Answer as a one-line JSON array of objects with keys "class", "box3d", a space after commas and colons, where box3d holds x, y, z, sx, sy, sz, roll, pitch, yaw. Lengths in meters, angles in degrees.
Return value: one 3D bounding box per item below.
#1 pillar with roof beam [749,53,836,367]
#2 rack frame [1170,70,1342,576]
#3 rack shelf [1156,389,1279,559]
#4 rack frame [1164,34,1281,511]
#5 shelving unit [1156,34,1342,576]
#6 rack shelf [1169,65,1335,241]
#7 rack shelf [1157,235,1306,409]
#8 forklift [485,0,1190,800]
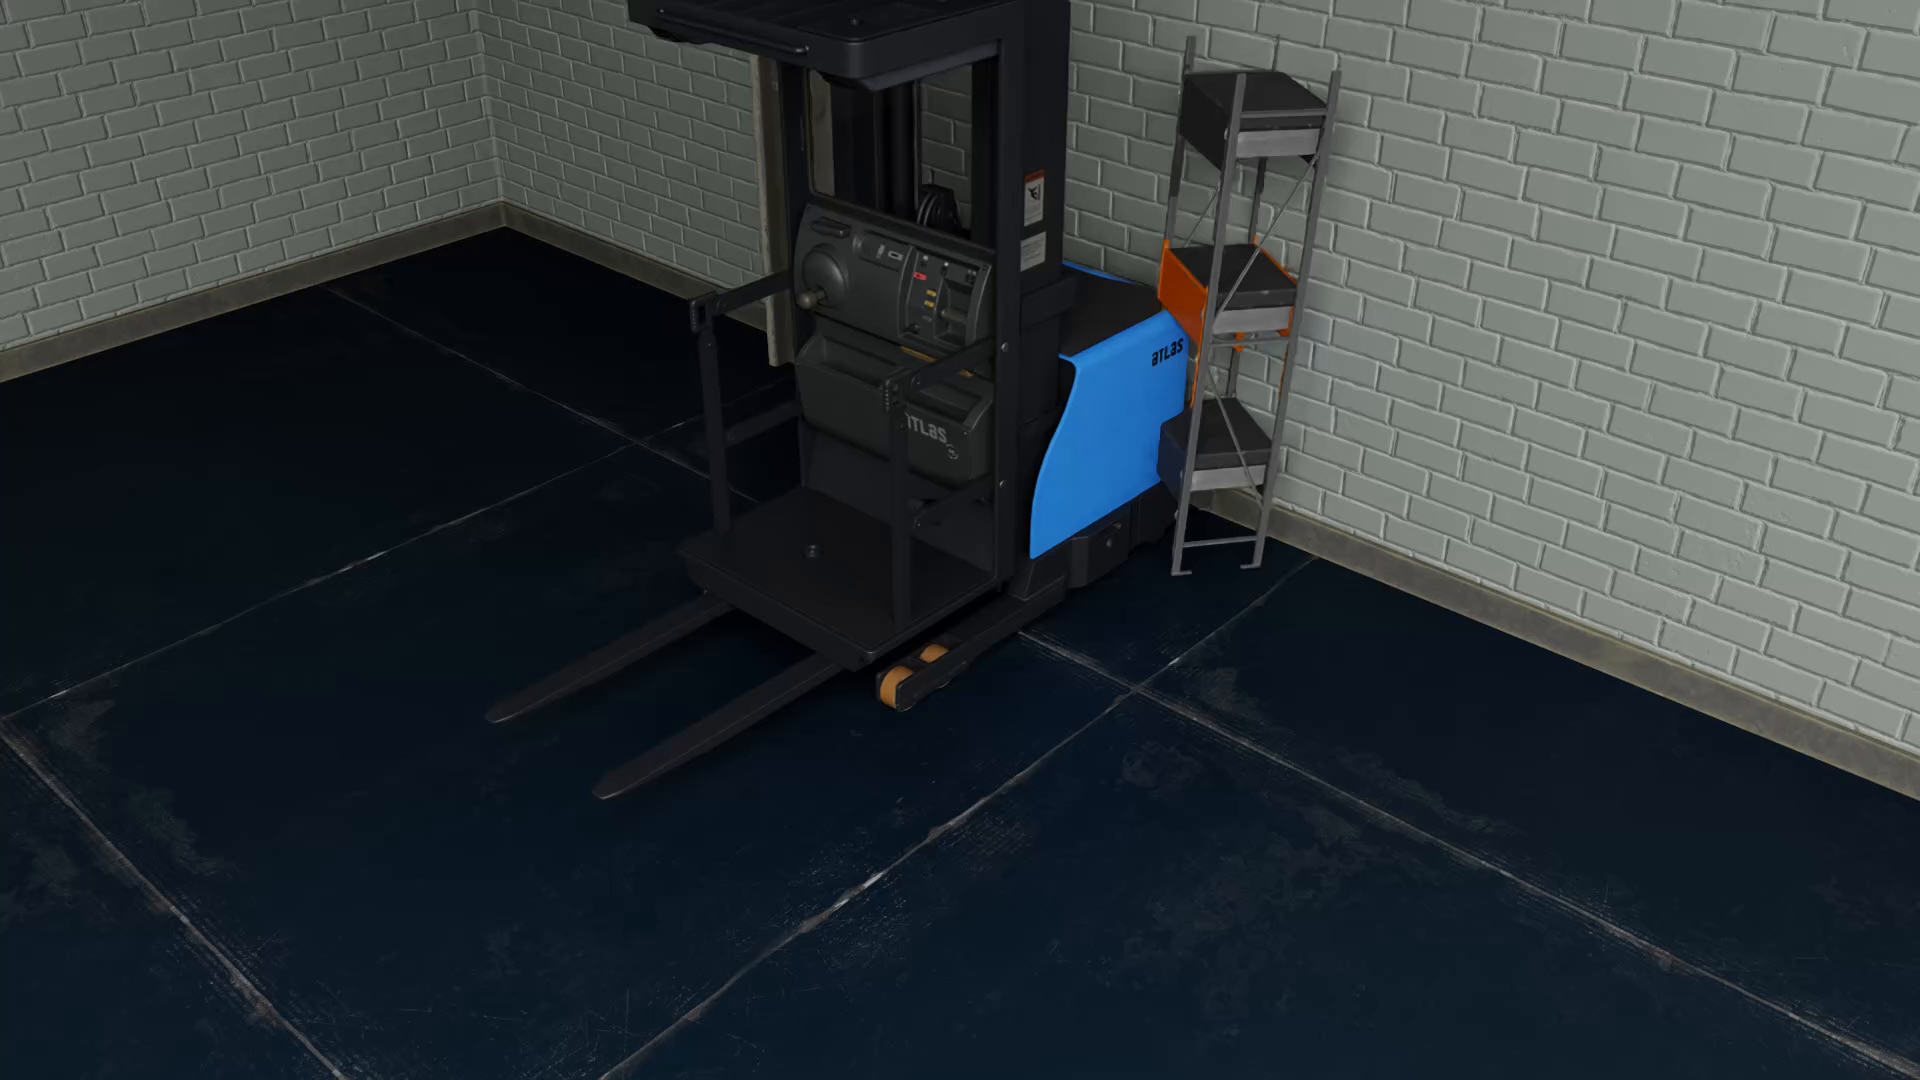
[{"class": "pillar with roof beam", "box3d": [-3.653, -3.132, 3.727, 0.400, 9.000, 9.100, 25, 39, 35]}, {"class": "rack frame", "box3d": [1.120, -0.762, 6.435, 0.400, 2.100, 0.015, -5, 33, -13]}, {"class": "rack shelf", "box3d": [1.030, -0.283, 7.011, 0.431, 0.518, 0.480, -5, 33, -13]}, {"class": "rack frame", "box3d": [1.002, -1.016, 6.835, 0.400, 2.100, 0.015, -5, 33, -13]}, {"class": "shelving unit", "box3d": [1.061, -0.889, 6.635, 0.431, 2.100, 0.503, -5, 33, -13]}, {"class": "rack shelf", "box3d": [1.091, -1.472, 6.273, 0.431, 0.518, 0.480, -5, 33, -13]}, {"class": "rack shelf", "box3d": [1.061, -0.878, 6.642, 0.431, 0.518, 0.480, -5, 33, -13]}, {"class": "forklift", "box3d": [-0.398, -0.915, 5.928, 1.130, 2.935, 3.031, 25, 39, 35]}]
